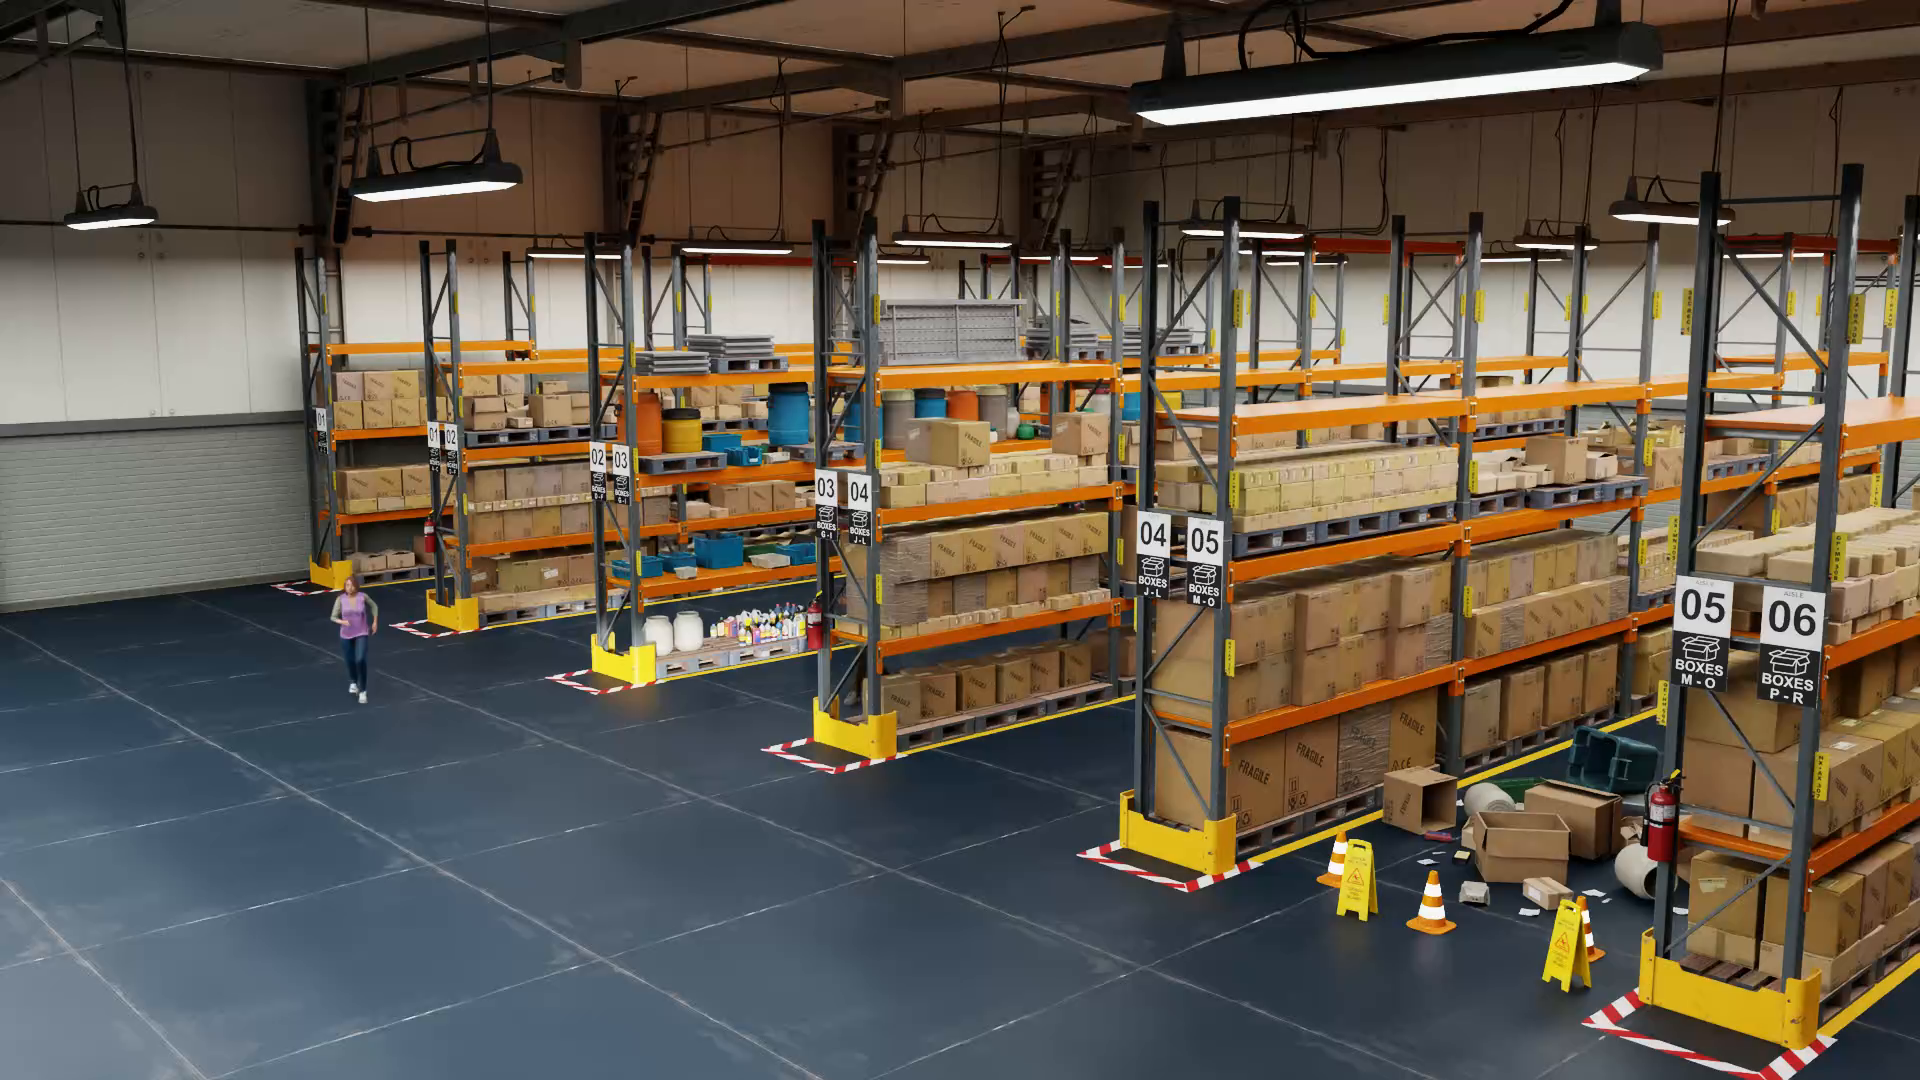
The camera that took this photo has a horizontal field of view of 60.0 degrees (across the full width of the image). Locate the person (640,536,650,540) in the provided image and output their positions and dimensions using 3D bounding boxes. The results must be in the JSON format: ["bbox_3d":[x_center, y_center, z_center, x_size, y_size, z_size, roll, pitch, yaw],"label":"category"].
[{"bbox_3d":[-5.864,-0.199,31.090,0.563,1.660,0.557,5,10,32],"label":"person"}]

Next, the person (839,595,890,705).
[{"bbox_3d":[-1.204,1.146,21.337,0.910,1.819,0.690,-8,11,-43],"label":"person"}]

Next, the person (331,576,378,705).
[{"bbox_3d":[-7.747,1.272,21.307,0.552,1.658,0.709,-2,9,-15],"label":"person"}]
